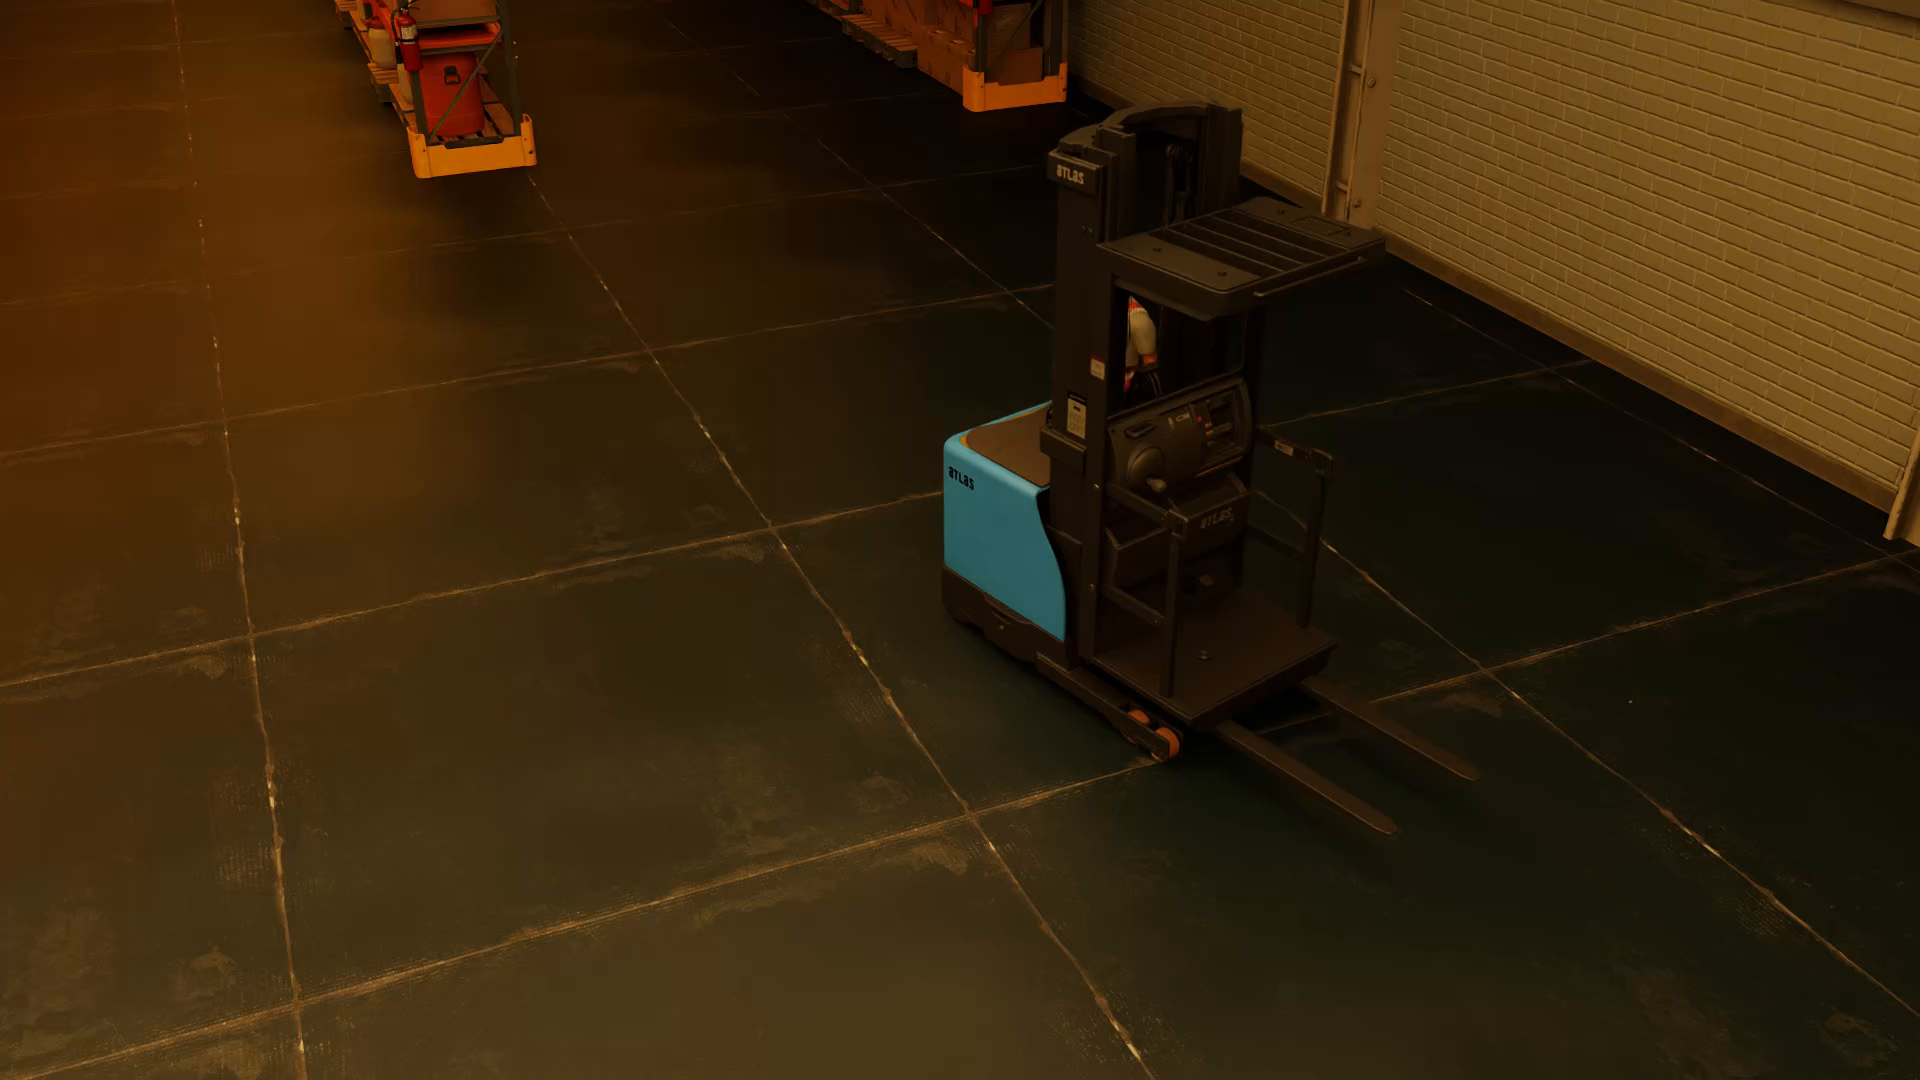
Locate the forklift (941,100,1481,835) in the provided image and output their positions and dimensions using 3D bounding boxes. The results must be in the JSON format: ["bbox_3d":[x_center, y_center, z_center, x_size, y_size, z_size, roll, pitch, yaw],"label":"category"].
[{"bbox_3d":[1.211,-0.465,7.933,1.130,2.935,3.031,-22,36,-33],"label":"forklift"}]

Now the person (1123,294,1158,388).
[{"bbox_3d":[0.872,-0.907,9.935,0.460,1.750,0.885,-25,38,-37],"label":"person"}]
